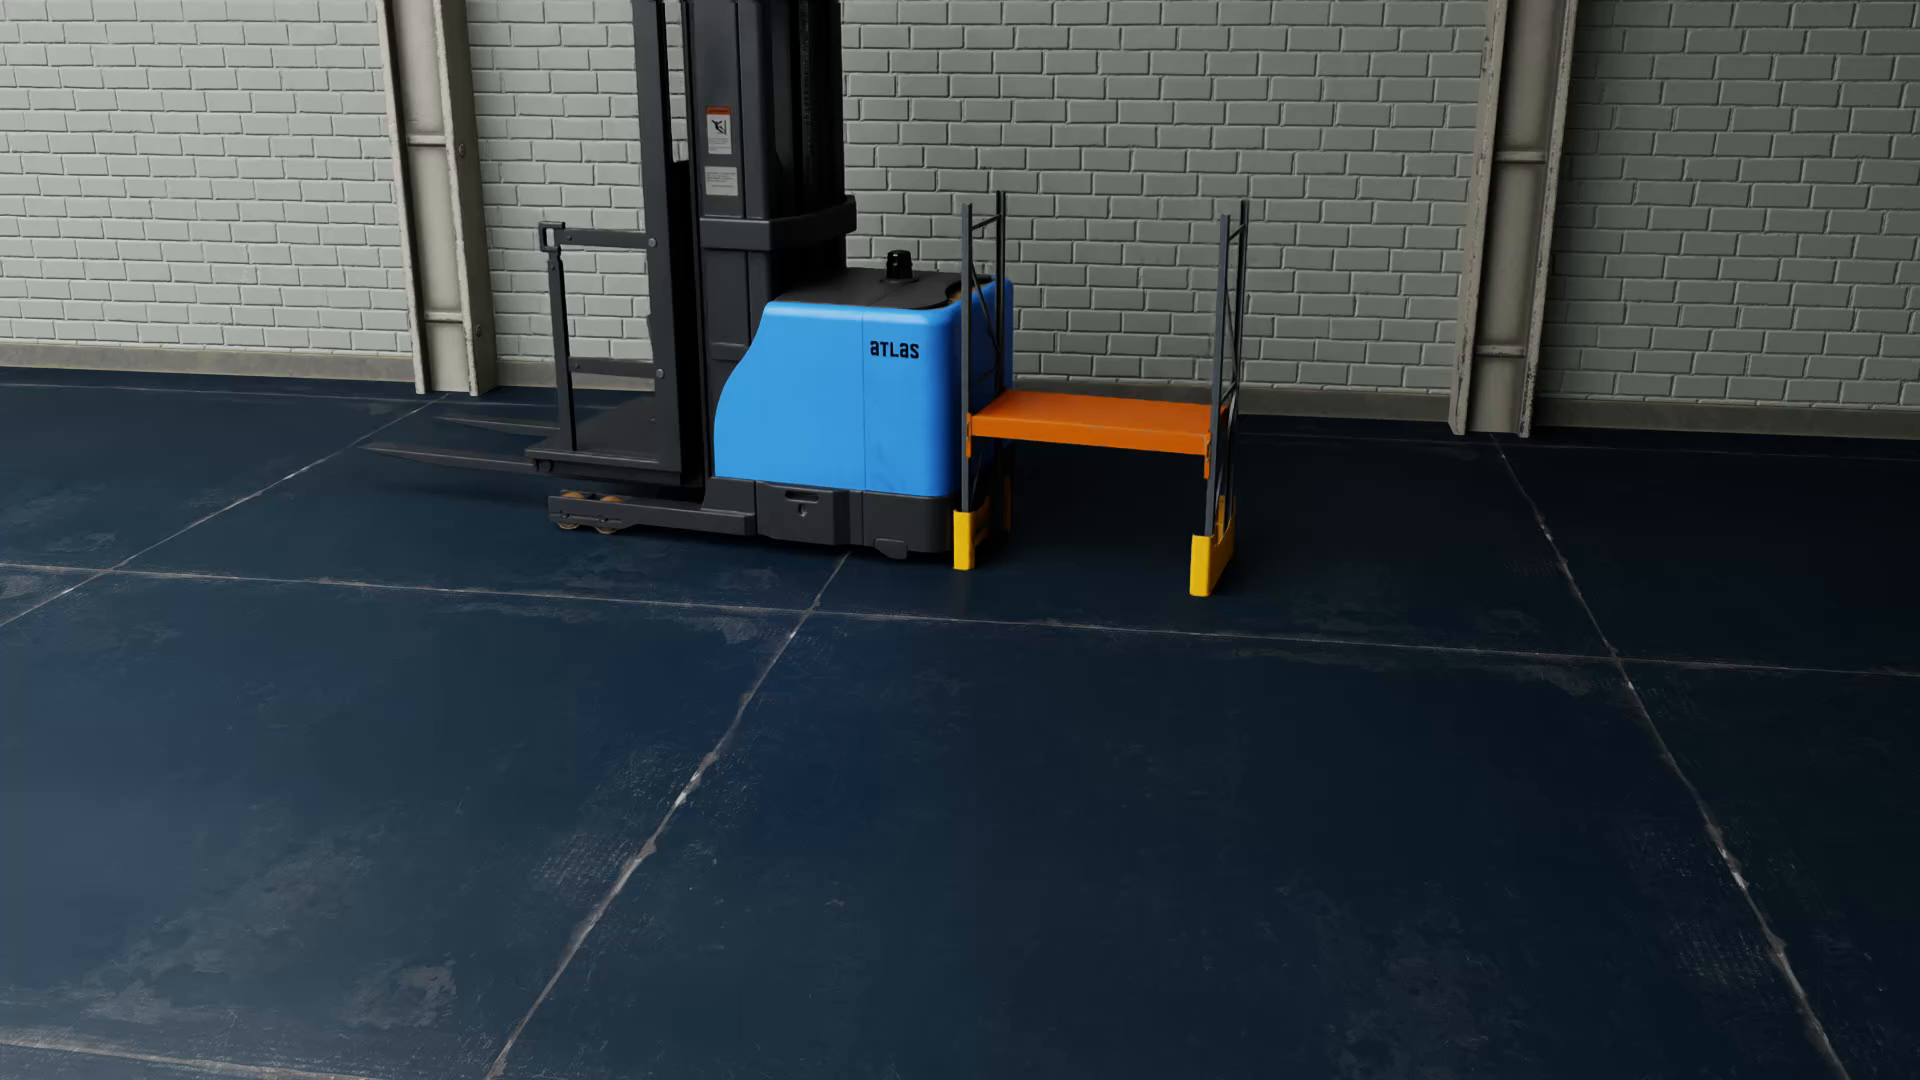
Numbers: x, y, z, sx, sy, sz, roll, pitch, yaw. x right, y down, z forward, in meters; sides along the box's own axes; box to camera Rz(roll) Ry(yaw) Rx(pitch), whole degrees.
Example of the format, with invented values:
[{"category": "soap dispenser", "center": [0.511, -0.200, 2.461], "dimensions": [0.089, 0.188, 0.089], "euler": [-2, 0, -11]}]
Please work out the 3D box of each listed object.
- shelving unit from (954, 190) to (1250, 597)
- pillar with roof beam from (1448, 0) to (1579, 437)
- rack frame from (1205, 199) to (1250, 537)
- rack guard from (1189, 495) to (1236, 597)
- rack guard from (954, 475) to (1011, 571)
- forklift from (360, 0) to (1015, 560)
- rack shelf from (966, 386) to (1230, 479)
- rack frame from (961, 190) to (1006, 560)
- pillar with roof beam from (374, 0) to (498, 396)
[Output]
[{"category": "shelving unit", "center": [0.572, -0.625, 6.807], "dimensions": [1.083, 1.500, 0.587], "euler": [6, 19, 17]}, {"category": "pillar with roof beam", "center": [2.216, -3.529, 3.668], "dimensions": [0.400, 9.000, 9.100], "euler": [3, 19, 9]}, {"category": "rack frame", "center": [1.063, -0.573, 6.653], "dimensions": [0.032, 1.500, 0.500], "euler": [6, 19, 17]}, {"category": "rack guard", "center": [1.045, 0.018, 6.857], "dimensions": [0.087, 0.250, 0.587], "euler": [6, 19, 17]}, {"category": "rack guard", "center": [0.100, -0.082, 7.154], "dimensions": [0.087, 0.250, 0.587], "euler": [6, 19, 17]}, {"category": "forklift", "center": [-1.320, -1.567, 7.368], "dimensions": [3.031, 2.935, 1.130], "euler": [6, 19, 17]}, {"category": "rack shelf", "center": [0.581, -0.453, 6.862], "dimensions": [1.000, 0.185, 0.538], "euler": [6, 19, 17]}, {"category": "rack frame", "center": [0.098, -0.675, 6.957], "dimensions": [0.032, 1.500, 0.500], "euler": [6, 19, 17]}, {"category": "pillar with roof beam", "center": [-3.708, -3.831, 4.570], "dimensions": [0.400, 9.000, 9.100], "euler": [3, 19, 9]}]
